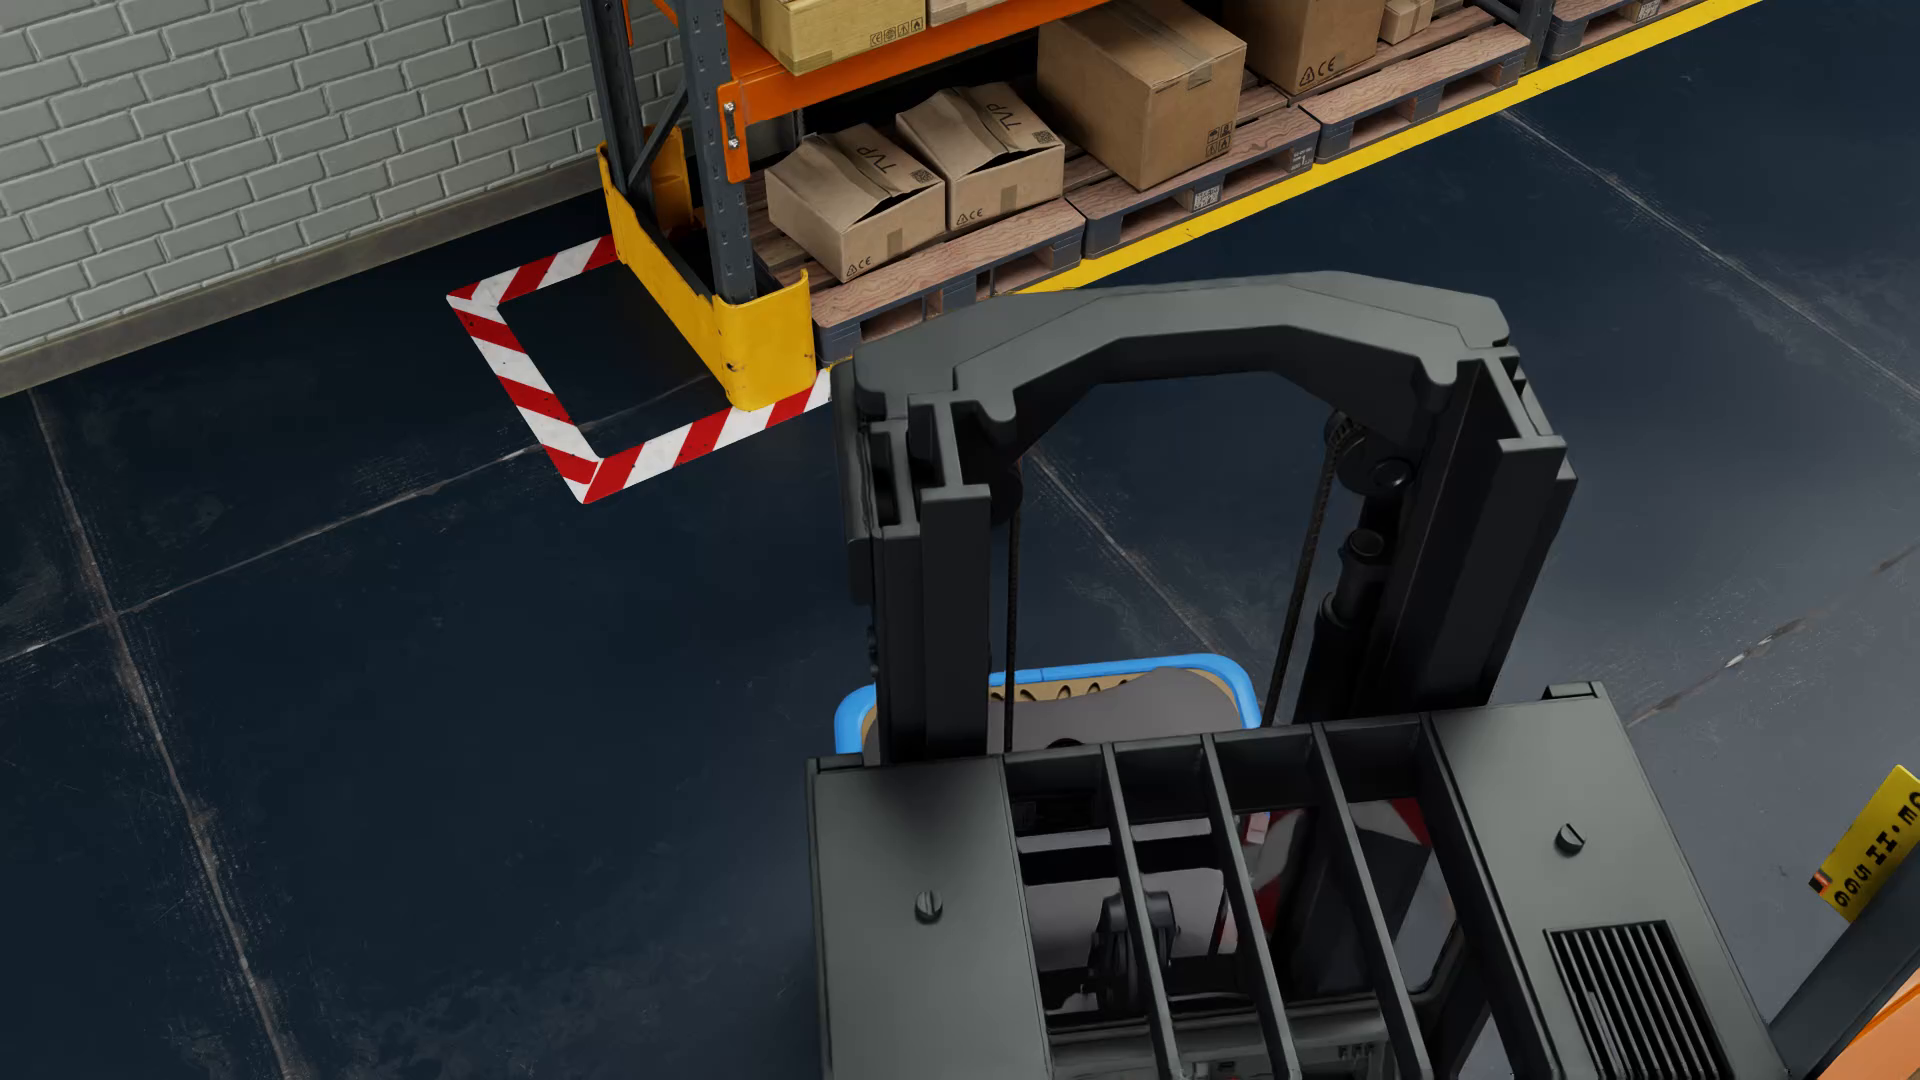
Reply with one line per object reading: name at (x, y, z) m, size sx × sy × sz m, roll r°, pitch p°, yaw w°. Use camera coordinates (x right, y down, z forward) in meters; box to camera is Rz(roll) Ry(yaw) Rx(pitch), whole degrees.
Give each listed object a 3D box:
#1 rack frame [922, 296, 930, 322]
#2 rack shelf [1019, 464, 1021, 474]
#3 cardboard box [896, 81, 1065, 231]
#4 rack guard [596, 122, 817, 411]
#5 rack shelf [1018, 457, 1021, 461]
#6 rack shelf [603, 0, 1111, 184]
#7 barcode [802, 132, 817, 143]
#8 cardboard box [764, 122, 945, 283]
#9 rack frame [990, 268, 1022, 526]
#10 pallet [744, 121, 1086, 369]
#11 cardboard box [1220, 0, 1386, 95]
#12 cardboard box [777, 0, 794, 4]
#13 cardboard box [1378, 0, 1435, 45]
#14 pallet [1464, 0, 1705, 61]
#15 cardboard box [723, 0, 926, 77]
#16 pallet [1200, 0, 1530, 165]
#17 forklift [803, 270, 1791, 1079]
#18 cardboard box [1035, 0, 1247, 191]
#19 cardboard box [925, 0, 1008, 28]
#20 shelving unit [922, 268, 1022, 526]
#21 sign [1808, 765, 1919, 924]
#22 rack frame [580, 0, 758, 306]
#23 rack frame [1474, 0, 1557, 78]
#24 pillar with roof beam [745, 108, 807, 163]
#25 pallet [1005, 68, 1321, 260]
rack frame at (-0.058, -0.322, 5.334) m, size 0.008 × 1.050 × 0.200 m, roll -25°, pitch 53°, yaw -21°
rack shelf at (0.045, -0.179, 5.592) m, size 0.240 × 0.259 × 0.215 m, roll -25°, pitch 53°, yaw -21°
cardboard box at (0.077, -1.562, 6.638) m, size 0.500 × 0.311 × 0.500 m, roll -21°, pitch 52°, yaw -18°
rack guard at (-0.974, -1.063, 6.362) m, size 0.348 × 0.500 × 1.175 m, roll -25°, pitch 53°, yaw -21°
rack shelf at (0.045, -0.363, 5.385) m, size 0.240 × 0.259 × 0.215 m, roll -25°, pitch 53°, yaw -21°
rack shelf at (0.653, -2.422, 6.380) m, size 4.000 × 0.370 × 1.077 m, roll -25°, pitch 53°, yaw -21°
barcode at (-0.603, -1.598, 6.664) m, size 0.075 × 0.075 × 0.001 m, roll -25°, pitch 53°, yaw -21°
cardboard box at (-0.405, -1.335, 6.436) m, size 0.500 × 0.311 × 0.500 m, roll -31°, pitch 55°, yaw -25°
rack frame at (0.148, -0.419, 5.420) m, size 0.008 × 1.050 × 0.200 m, roll -25°, pitch 53°, yaw -21°
pallet at (-0.268, -1.268, 6.738) m, size 1.213 × 0.211 × 1.003 m, roll -25°, pitch 53°, yaw -21°
cardboard box at (1.488, -2.334, 7.199) m, size 0.500 × 0.500 × 0.500 m, roll -29°, pitch 54°, yaw -23°
cardboard box at (-0.474, -2.070, 5.170) m, size 0.500 × 0.500 × 0.500 m, roll -25°, pitch 53°, yaw -21°
cardboard box at (1.908, -2.430, 7.508) m, size 0.250 × 0.166 × 0.380 m, roll -32°, pitch 56°, yaw -25°
pallet at (3.003, -2.842, 8.139) m, size 1.213 × 0.211 × 1.003 m, roll -25°, pitch 53°, yaw -21°
cardboard box at (-0.456, -1.815, 5.444) m, size 0.500 × 0.250 × 0.500 m, roll -27°, pitch 54°, yaw -22°
pallet at (1.796, -2.240, 7.604) m, size 1.213 × 0.211 × 1.003 m, roll -25°, pitch 53°, yaw -21°
forklift at (0.368, 1.146, 2.767) m, size 1.130 × 2.935 × 3.031 m, roll -5°, pitch 49°, yaw -4°
cardboard box at (0.724, -1.886, 6.800) m, size 0.500 × 0.500 × 0.700 m, roll -28°, pitch 54°, yaw -23°
cardboard box at (-0.024, -2.031, 5.637) m, size 0.500 × 0.250 × 0.500 m, roll -27°, pitch 54°, yaw -22°
shelving unit at (0.045, -0.370, 5.377) m, size 0.252 × 1.050 × 0.215 m, roll -25°, pitch 53°, yaw -21°
sign at (1.330, 0.451, 2.406) m, size 0.005 × 0.325 × 0.100 m, roll -25°, pitch 53°, yaw -21°
rack frame at (-1.038, -1.864, 5.401) m, size 0.127 × 3.000 × 1.000 m, roll -25°, pitch 53°, yaw -21°
rack frame at (2.345, -3.458, 6.821) m, size 0.127 × 3.000 × 1.000 m, roll -25°, pitch 53°, yaw -21°
pillar with roof beam at (1.389, -1.965, 1.474) m, size 0.400 × 9.000 × 9.100 m, roll -25°, pitch 53°, yaw -21°
pallet at (0.763, -1.751, 7.168) m, size 1.213 × 0.211 × 1.003 m, roll -25°, pitch 53°, yaw -21°
